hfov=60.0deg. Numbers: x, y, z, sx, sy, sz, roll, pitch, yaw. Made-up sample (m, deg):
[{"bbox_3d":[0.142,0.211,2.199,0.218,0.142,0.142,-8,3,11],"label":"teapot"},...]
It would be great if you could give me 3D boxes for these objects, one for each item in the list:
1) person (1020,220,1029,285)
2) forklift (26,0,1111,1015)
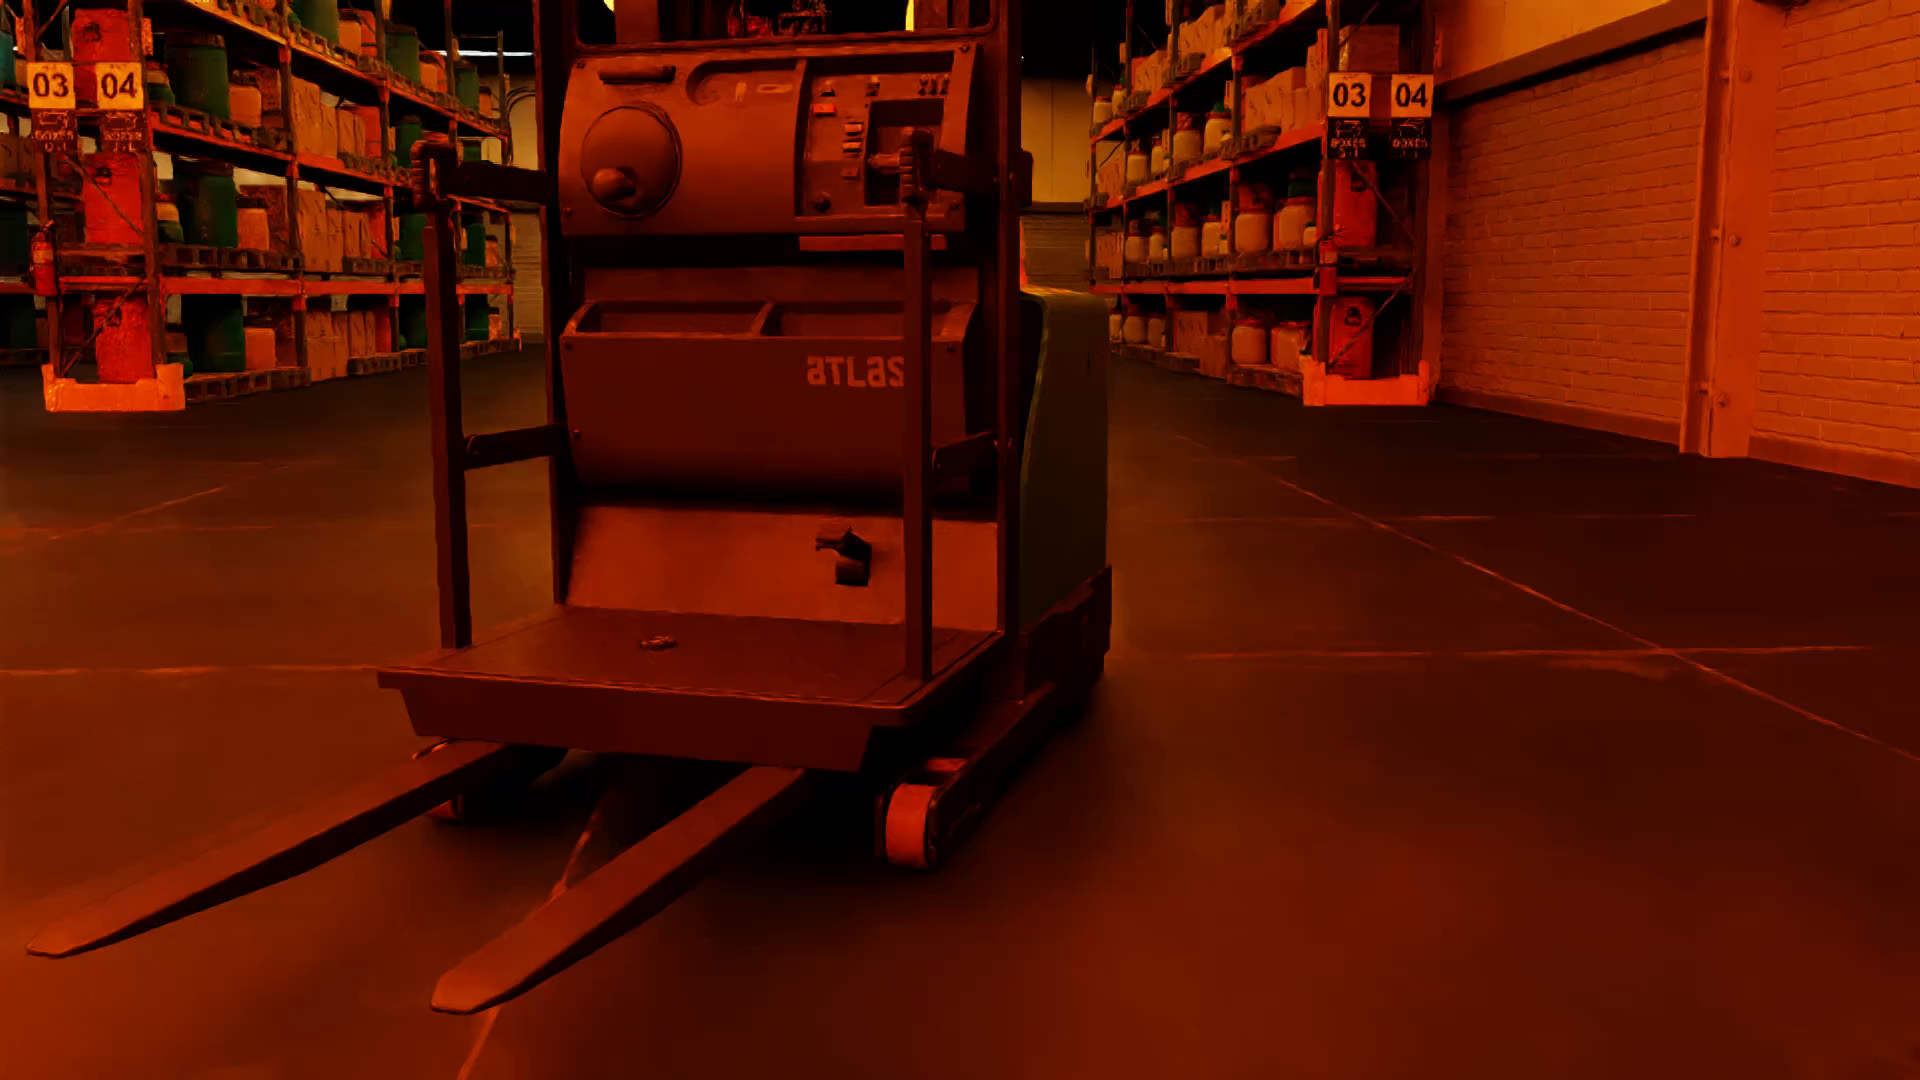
[{"bbox_3d":[-0.006,-0.880,7.097,0.637,1.787,0.563,-1,8,-4],"label":"person"},{"bbox_3d":[-0.478,-0.892,3.339,1.130,2.935,3.031,2,9,16],"label":"forklift"}]
